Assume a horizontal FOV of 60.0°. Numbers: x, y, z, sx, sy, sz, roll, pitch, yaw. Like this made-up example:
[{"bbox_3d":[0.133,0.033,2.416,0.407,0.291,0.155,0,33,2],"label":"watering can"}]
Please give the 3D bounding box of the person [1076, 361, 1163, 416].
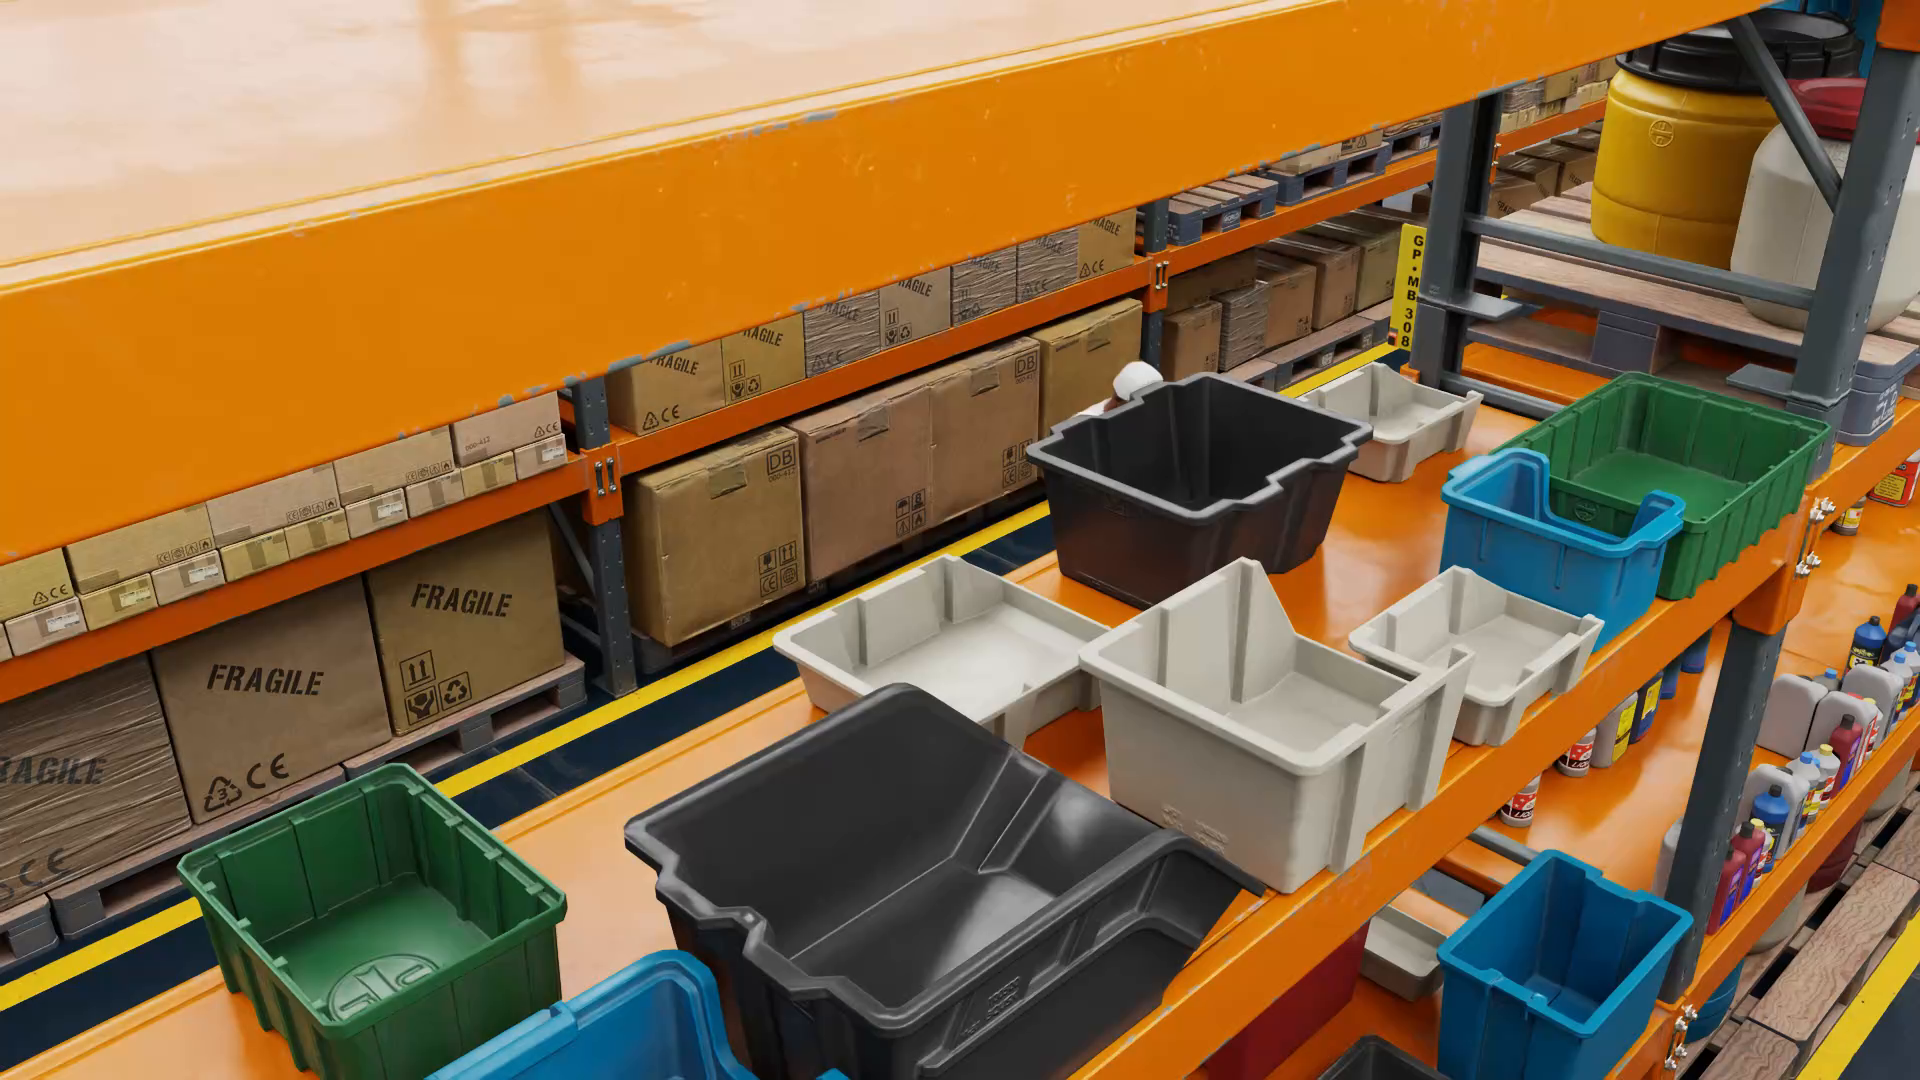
[{"bbox_3d":[0.723,-0.040,7.734,0.573,1.732,0.458,-24,36,-38],"label":"person"}]
